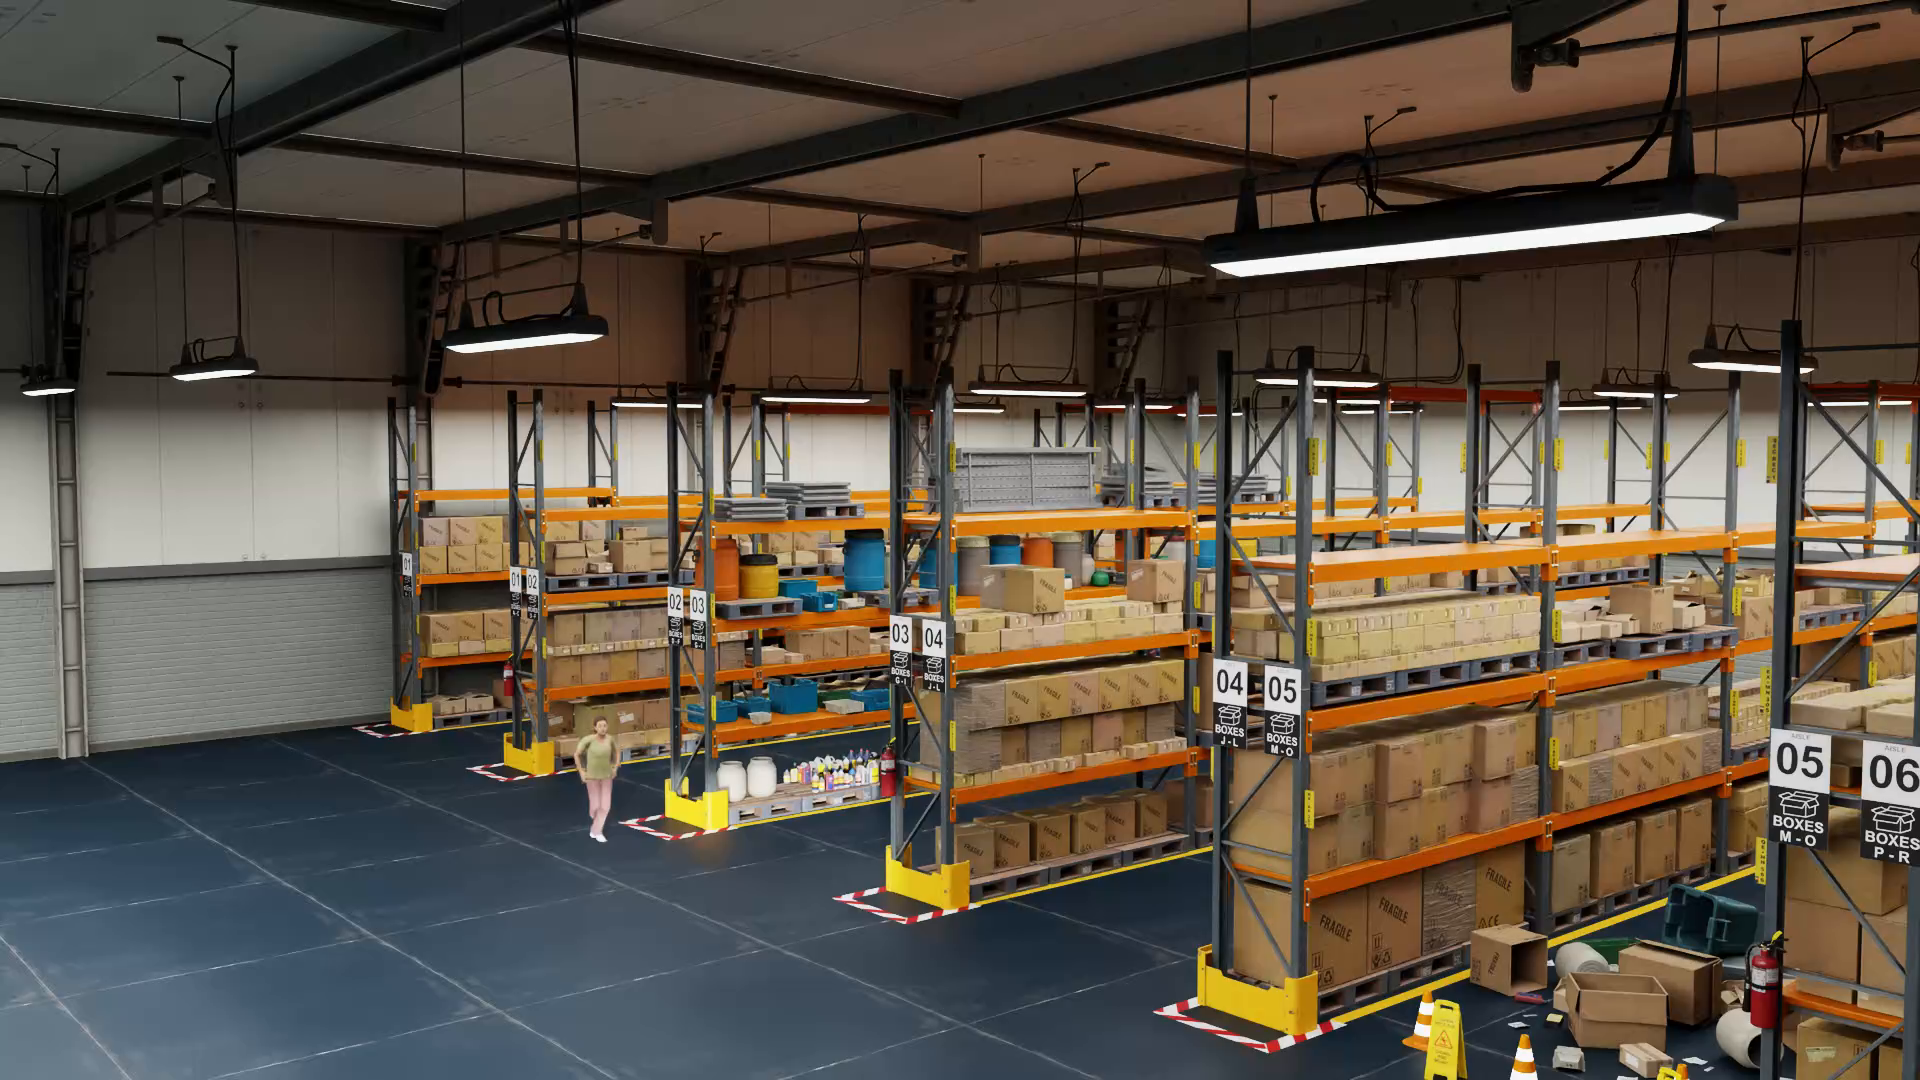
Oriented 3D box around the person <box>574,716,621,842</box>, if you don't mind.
[{"bbox_3d":[-4.745,3.098,21.748,0.621,1.634,0.568,-1,4,-24],"label":"person"}]
